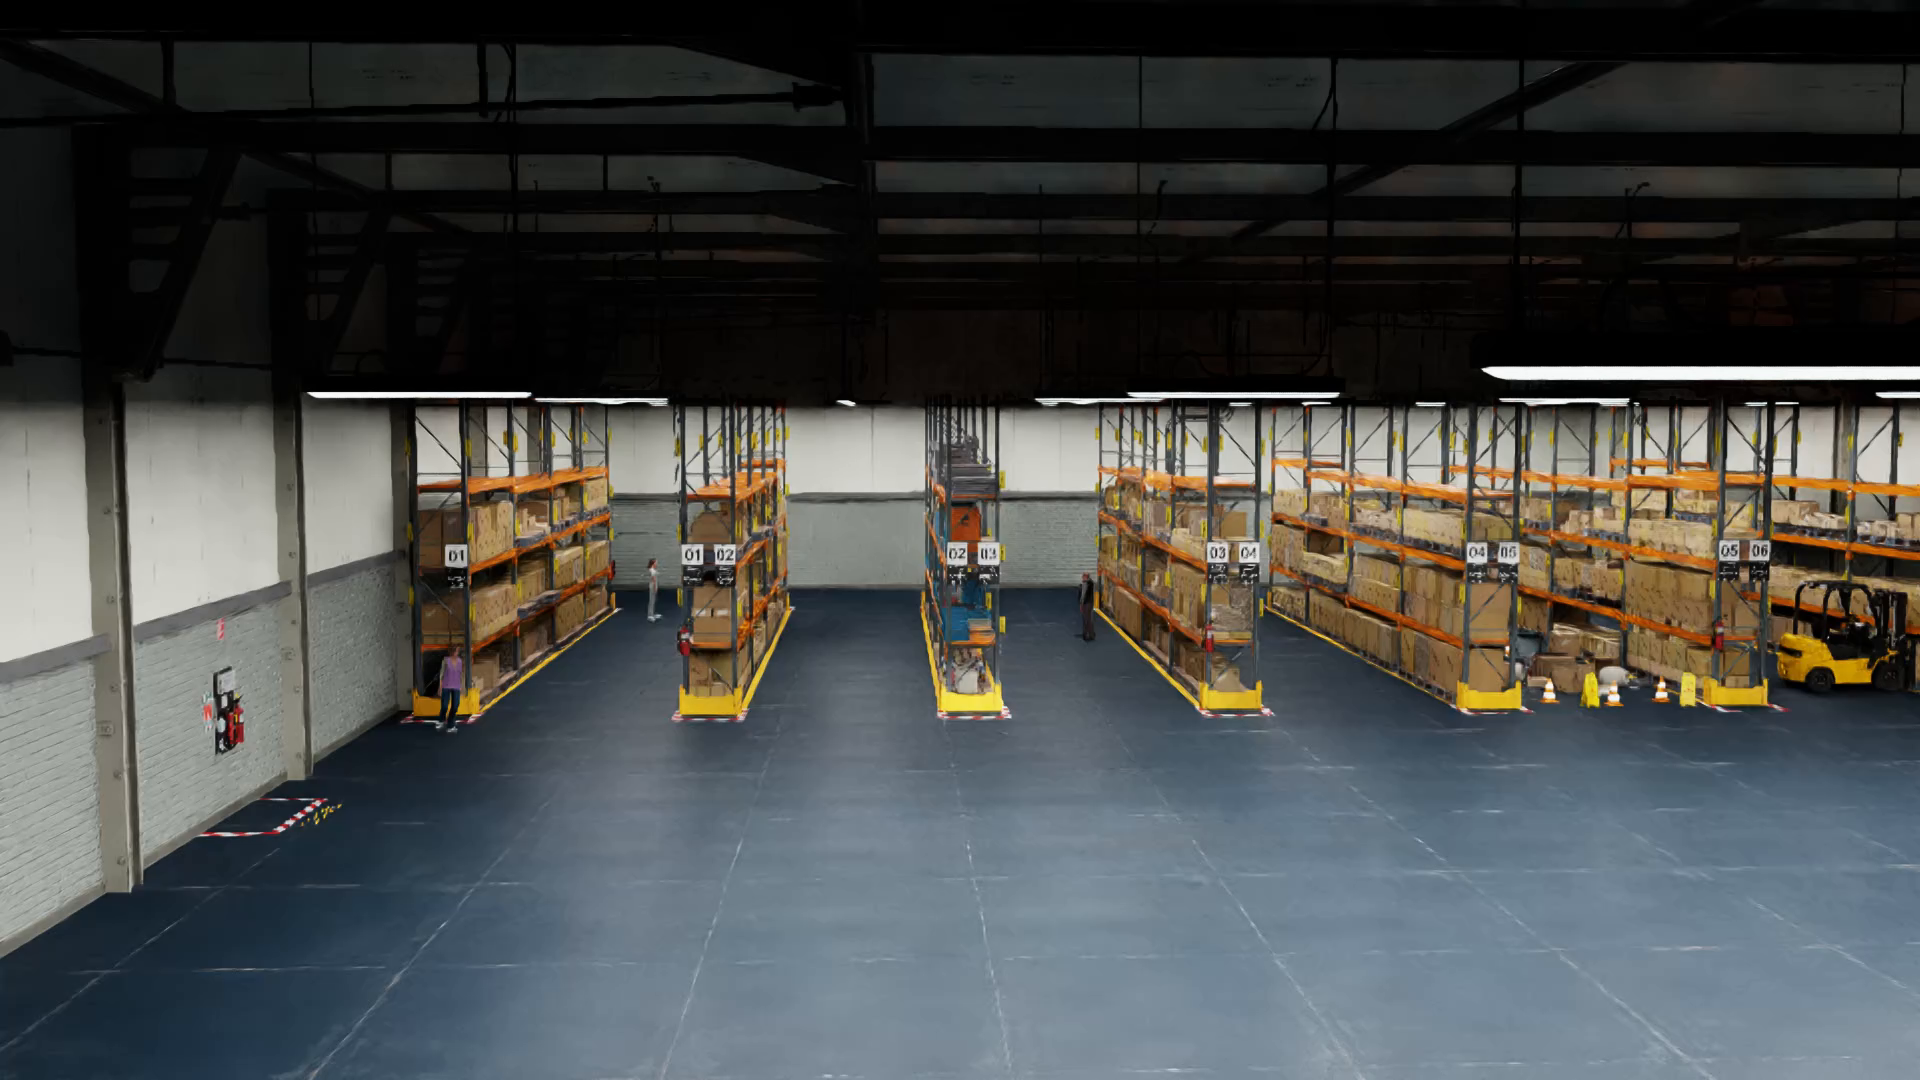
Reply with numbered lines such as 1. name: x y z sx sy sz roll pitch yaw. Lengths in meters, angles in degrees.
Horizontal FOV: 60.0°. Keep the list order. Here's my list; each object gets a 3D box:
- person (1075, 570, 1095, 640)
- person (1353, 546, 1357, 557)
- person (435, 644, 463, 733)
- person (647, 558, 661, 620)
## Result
1. person: 3.107 1.596 41.257 0.583 1.709 0.630 2 5 19
2. person: 11.239 1.056 47.746 0.583 1.763 0.694 1 5 9
3. person: -9.032 2.613 29.392 0.469 1.588 0.500 -4 6 -40
4. person: -8.297 1.306 45.078 0.385 1.678 0.592 -1 5 -13
